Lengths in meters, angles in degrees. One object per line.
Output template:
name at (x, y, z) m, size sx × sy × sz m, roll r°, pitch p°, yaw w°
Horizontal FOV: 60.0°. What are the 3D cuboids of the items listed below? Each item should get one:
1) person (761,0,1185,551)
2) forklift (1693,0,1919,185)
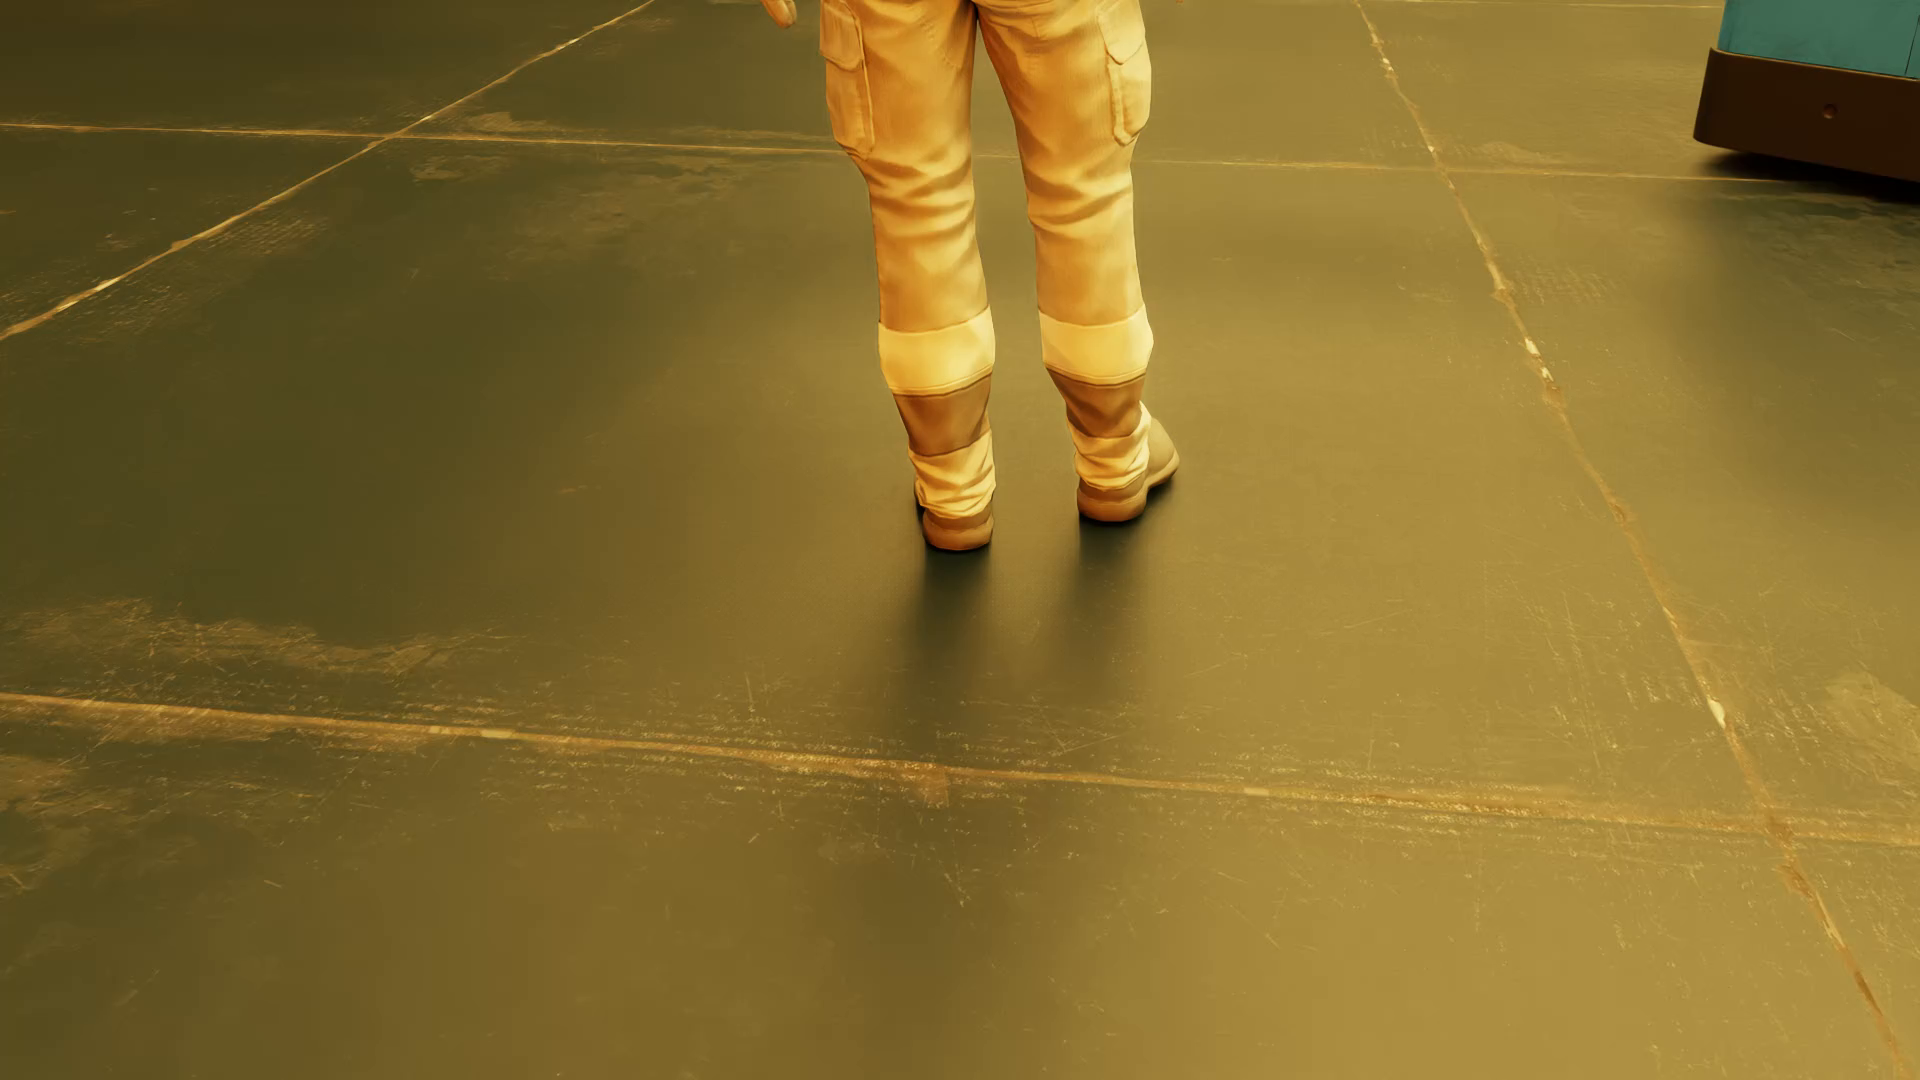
person at (0.023, -0.842, 2.168) m, size 0.637 × 1.790 × 0.562 m, roll 3°, pitch 27°, yaw 7°
forklift at (3.430, -2.612, 4.452) m, size 3.031 × 2.935 × 1.130 m, roll -22°, pitch 34°, yaw -37°
